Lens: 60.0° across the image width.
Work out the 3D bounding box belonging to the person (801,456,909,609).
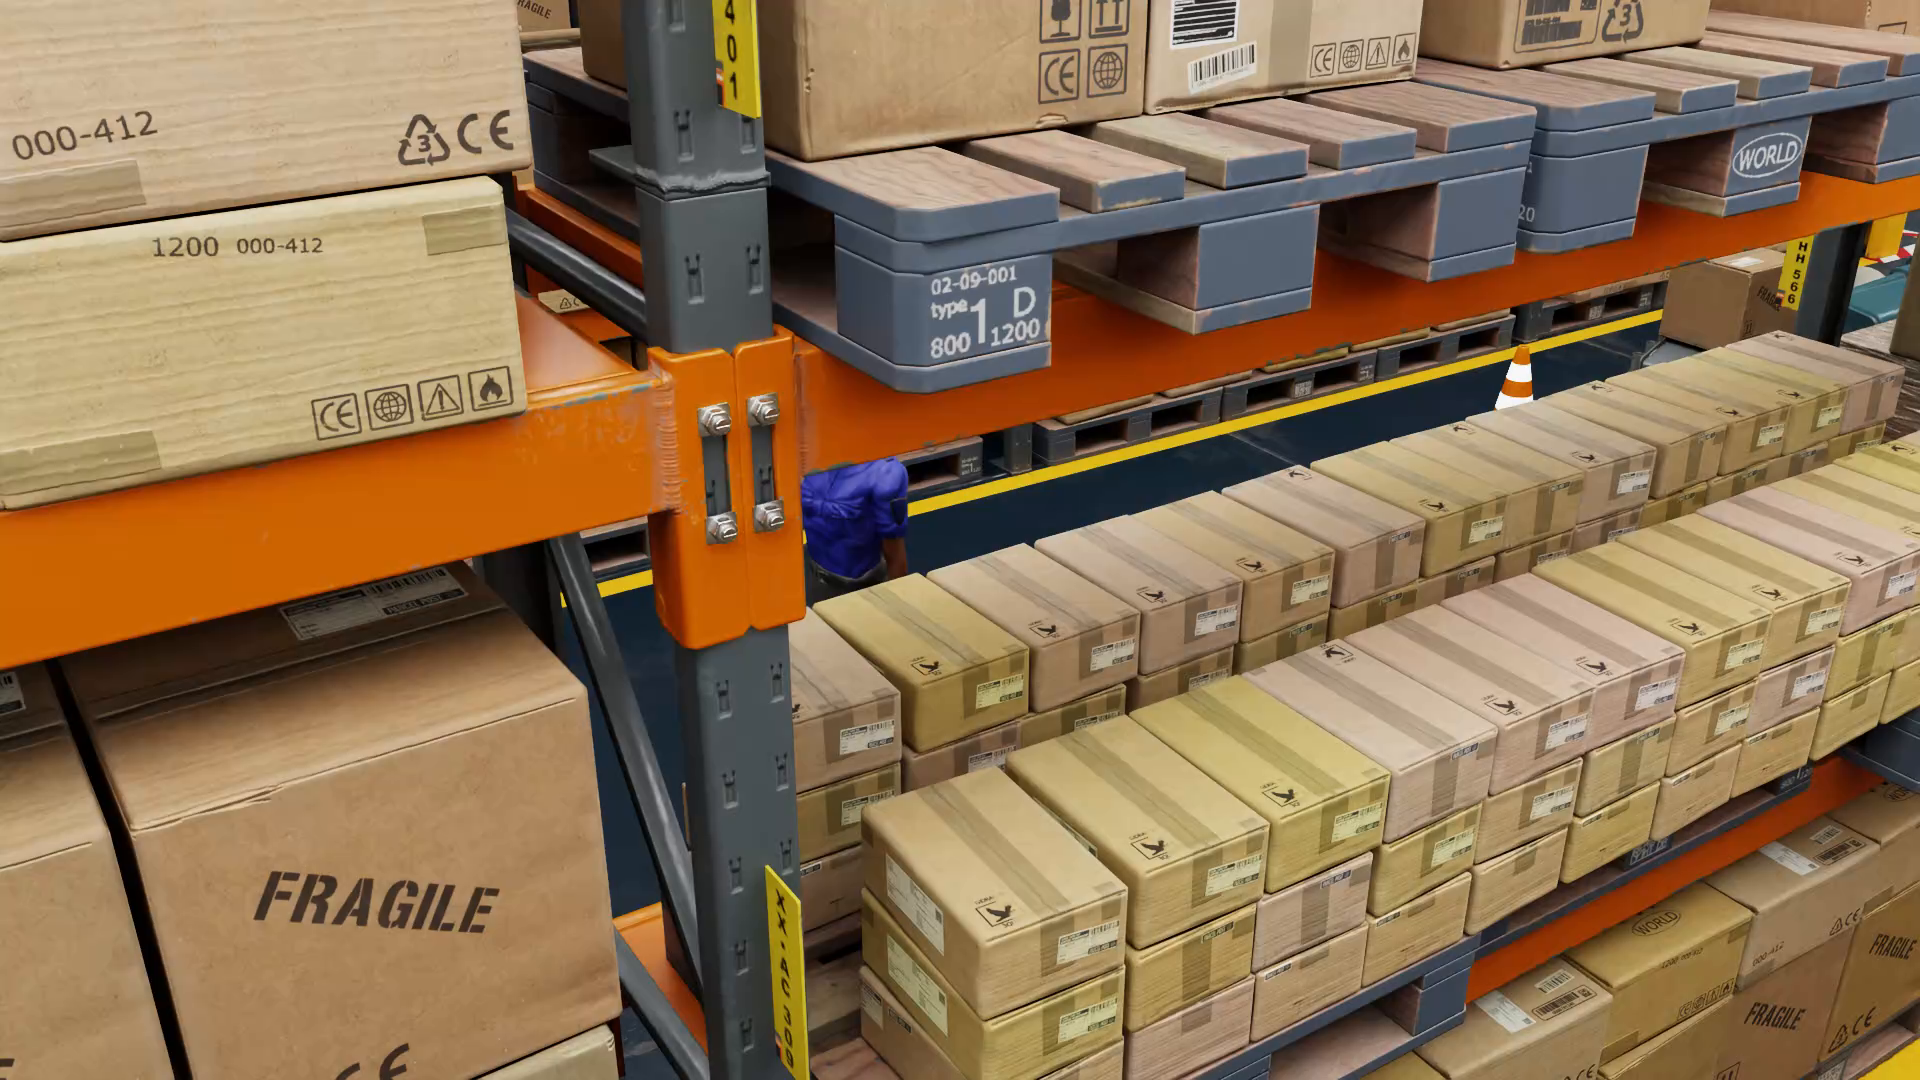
[{"bbox_3d":[-0.399,0.235,5.620,0.552,1.669,0.460,-21,33,-38],"label":"person"}]
